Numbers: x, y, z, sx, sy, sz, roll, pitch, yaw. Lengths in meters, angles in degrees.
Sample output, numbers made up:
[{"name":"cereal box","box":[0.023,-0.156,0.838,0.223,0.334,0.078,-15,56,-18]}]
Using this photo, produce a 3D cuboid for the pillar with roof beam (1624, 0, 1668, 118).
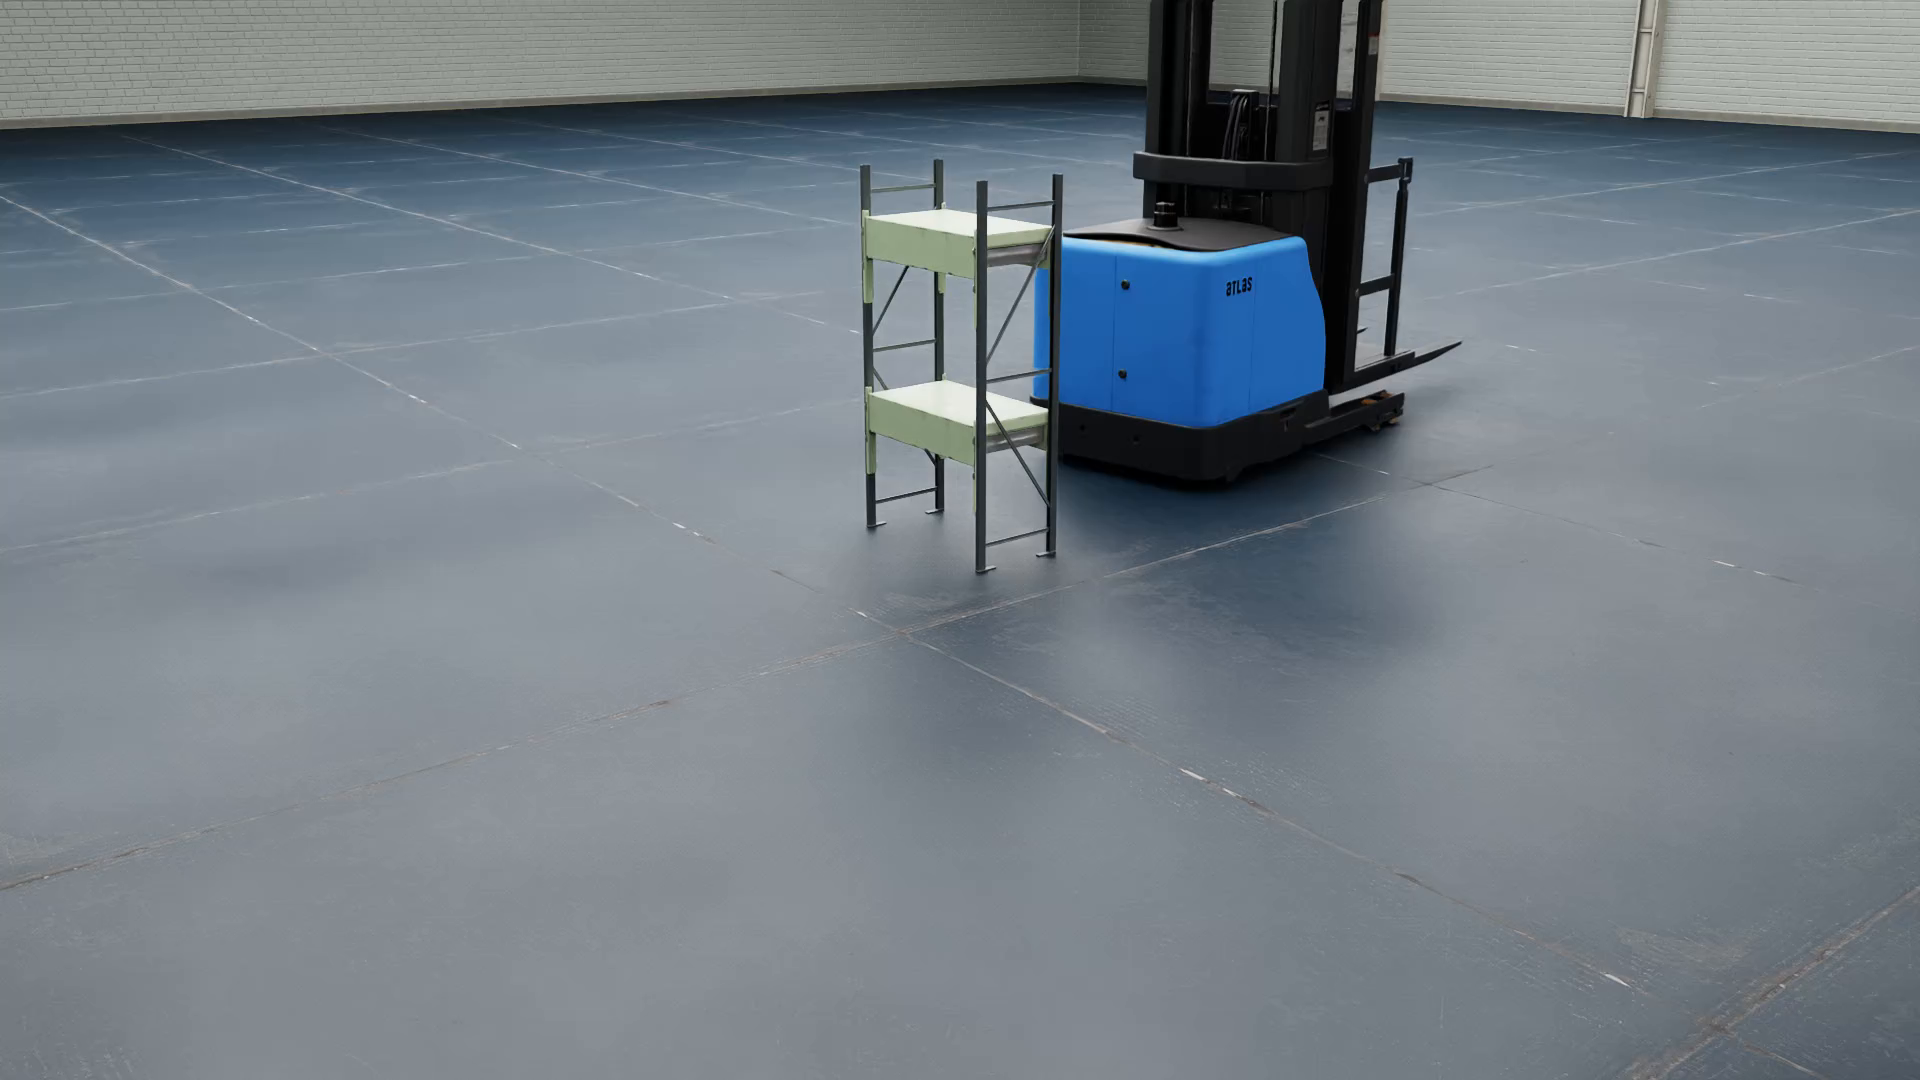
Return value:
[{"name":"pillar with roof beam","box":[8.716,-10.973,25.686,9.100,9.000,0.400,-14,23,-36]}]

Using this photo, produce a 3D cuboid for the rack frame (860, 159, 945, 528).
[{"name":"rack frame","box":[-0.231,-0.804,6.904,0.400,1.500,0.023,-14,23,-36]}]

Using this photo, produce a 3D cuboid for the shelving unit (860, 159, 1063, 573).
[{"name":"shelving unit","box":[-0.004,-0.714,6.632,0.431,1.500,0.755,-14,23,-36]}]

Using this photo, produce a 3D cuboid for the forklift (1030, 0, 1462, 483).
[{"name":"forklift","box":[1.675,-2.043,8.369,1.130,2.935,3.031,15,24,38]}]

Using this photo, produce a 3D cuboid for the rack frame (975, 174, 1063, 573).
[{"name":"rack frame","box":[0.223,-0.623,6.359,0.400,1.500,0.023,-14,23,-36]}]

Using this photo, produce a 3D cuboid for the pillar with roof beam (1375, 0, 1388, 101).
[{"name":"pillar with roof beam","box":[4.991,-12.452,30.151,9.100,9.000,0.400,-14,23,-36]}]

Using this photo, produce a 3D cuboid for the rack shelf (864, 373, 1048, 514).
[{"name":"rack shelf","box":[-0.004,-0.404,6.734,0.431,0.370,0.720,-14,23,-36]}]

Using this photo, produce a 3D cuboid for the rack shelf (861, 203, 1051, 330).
[{"name":"rack shelf","box":[-0.004,-1.084,6.509,0.431,0.370,0.720,-14,23,-36]}]
